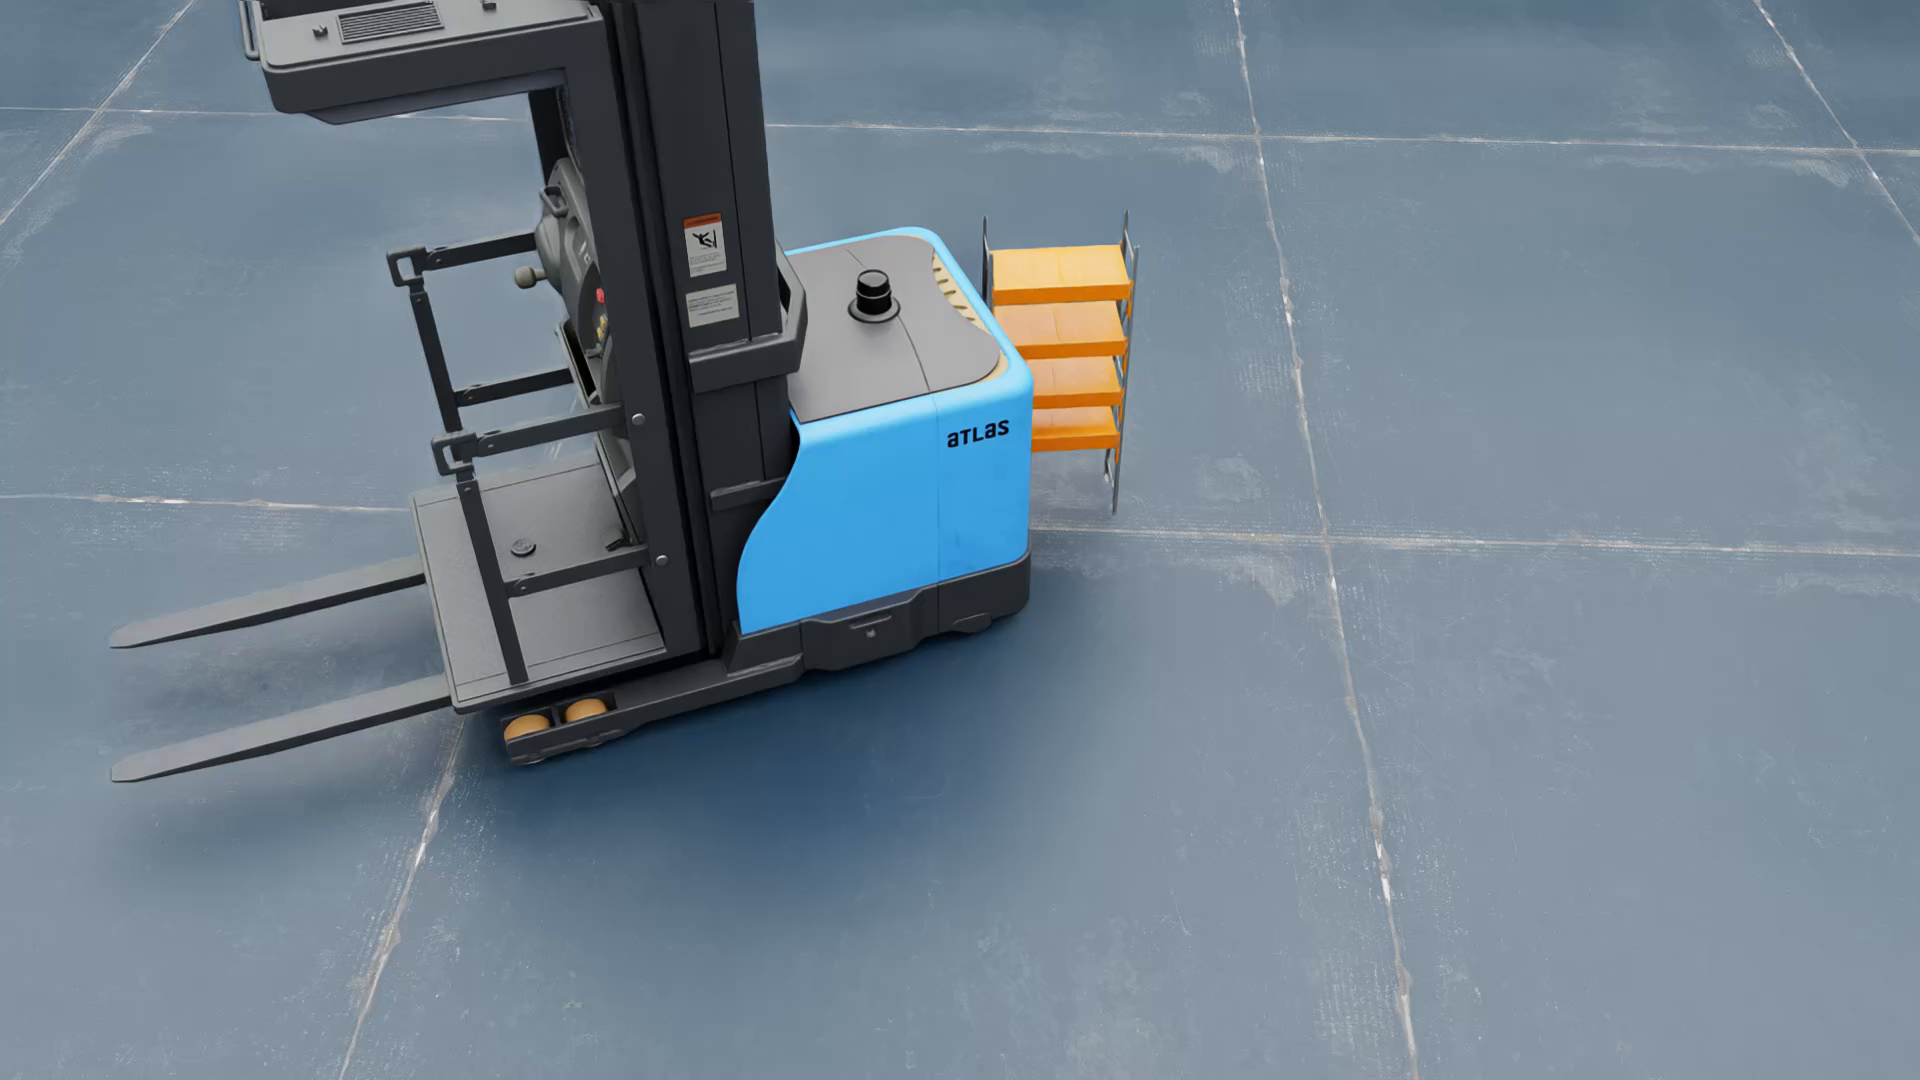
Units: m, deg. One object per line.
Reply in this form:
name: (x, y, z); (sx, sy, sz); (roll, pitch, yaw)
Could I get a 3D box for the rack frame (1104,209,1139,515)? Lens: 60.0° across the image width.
rack frame: (0.581, -0.616, 6.031); (0.015, 1.200, 0.240); (-3, 43, -3)

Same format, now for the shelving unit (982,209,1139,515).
shelving unit: (0.337, -0.603, 6.017); (0.503, 1.200, 0.258); (-3, 43, -3)

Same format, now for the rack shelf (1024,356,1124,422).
rack shelf: (0.337, -0.554, 6.063); (0.480, 0.148, 0.258); (-3, 43, -3)

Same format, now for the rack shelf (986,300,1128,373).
rack shelf: (0.337, -0.717, 5.910); (0.480, 0.148, 0.258); (-3, 43, -3)

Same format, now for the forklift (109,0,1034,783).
forklift: (-1.322, -0.747, 4.902); (3.031, 2.935, 1.130); (-15, 45, -15)

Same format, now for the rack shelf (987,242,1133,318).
rack shelf: (0.337, -0.891, 5.749); (0.480, 0.148, 0.258); (-3, 43, -3)

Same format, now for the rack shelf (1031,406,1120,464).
rack shelf: (0.337, -0.408, 6.198); (0.480, 0.148, 0.258); (-3, 43, -3)

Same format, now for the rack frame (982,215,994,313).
rack frame: (0.094, -0.590, 6.003); (0.015, 1.200, 0.240); (-3, 43, -3)
